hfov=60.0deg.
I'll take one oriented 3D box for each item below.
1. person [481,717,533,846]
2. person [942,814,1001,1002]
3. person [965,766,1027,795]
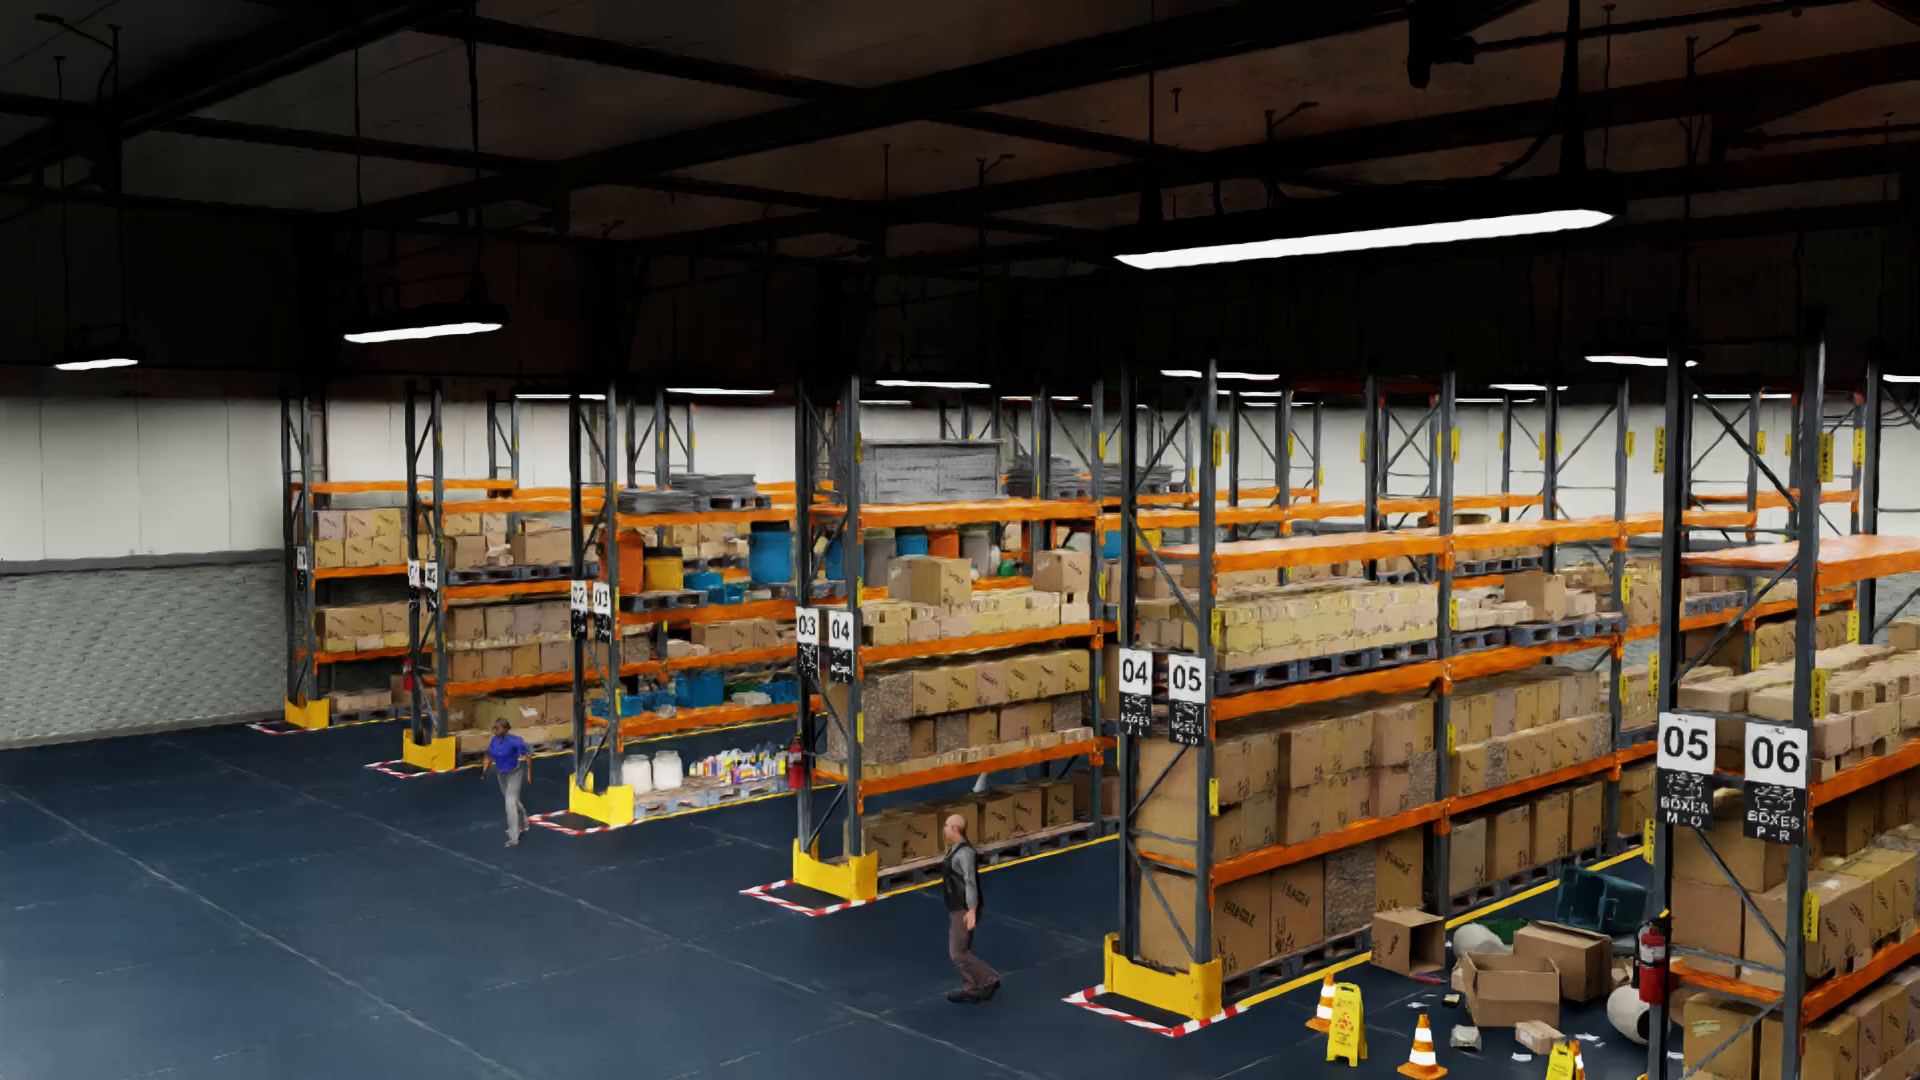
[{"bbox_3d":[-5.675,3.014,21.093,0.622,1.591,0.822,2,4,30],"label":"person"},{"bbox_3d":[0.102,3.345,15.090,0.522,1.714,0.582,0,4,-6],"label":"person"},{"bbox_3d":[0.561,2.850,23.376,1.000,1.601,0.446,-2,4,-34],"label":"person"}]
